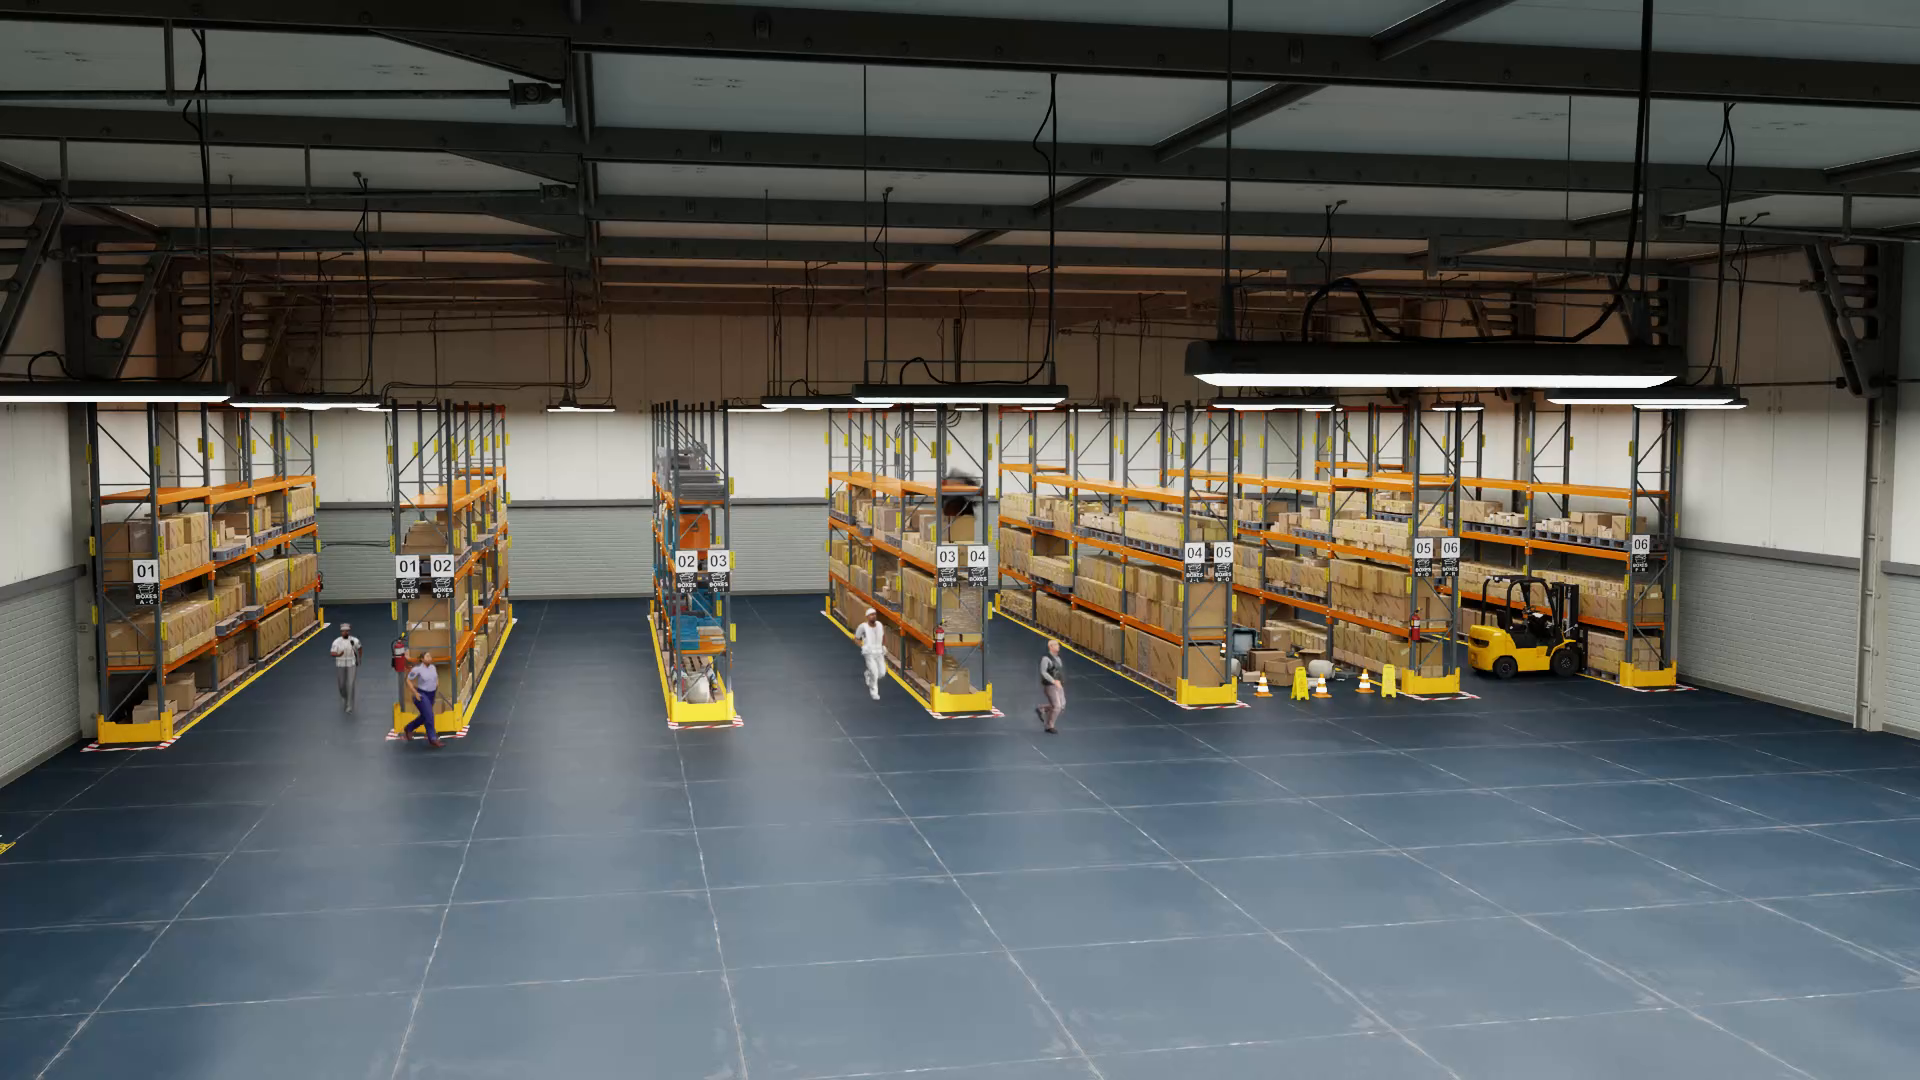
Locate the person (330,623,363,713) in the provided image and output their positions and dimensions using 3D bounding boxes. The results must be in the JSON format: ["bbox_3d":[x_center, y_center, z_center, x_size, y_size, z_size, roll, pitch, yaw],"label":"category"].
[{"bbox_3d":[-11.834,2.437,32.090,0.575,1.685,0.938,-1,4,-16],"label":"person"}]

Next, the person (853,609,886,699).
[{"bbox_3d":[-1.718,2.174,31.997,0.712,1.723,0.667,-3,5,-37],"label":"person"}]

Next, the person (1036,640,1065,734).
[{"bbox_3d":[1.633,2.630,29.996,0.650,1.695,0.674,3,5,33],"label":"person"}]

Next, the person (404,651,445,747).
[{"bbox_3d":[-9.230,2.722,28.717,0.881,1.630,0.606,2,5,23],"label":"person"}]
